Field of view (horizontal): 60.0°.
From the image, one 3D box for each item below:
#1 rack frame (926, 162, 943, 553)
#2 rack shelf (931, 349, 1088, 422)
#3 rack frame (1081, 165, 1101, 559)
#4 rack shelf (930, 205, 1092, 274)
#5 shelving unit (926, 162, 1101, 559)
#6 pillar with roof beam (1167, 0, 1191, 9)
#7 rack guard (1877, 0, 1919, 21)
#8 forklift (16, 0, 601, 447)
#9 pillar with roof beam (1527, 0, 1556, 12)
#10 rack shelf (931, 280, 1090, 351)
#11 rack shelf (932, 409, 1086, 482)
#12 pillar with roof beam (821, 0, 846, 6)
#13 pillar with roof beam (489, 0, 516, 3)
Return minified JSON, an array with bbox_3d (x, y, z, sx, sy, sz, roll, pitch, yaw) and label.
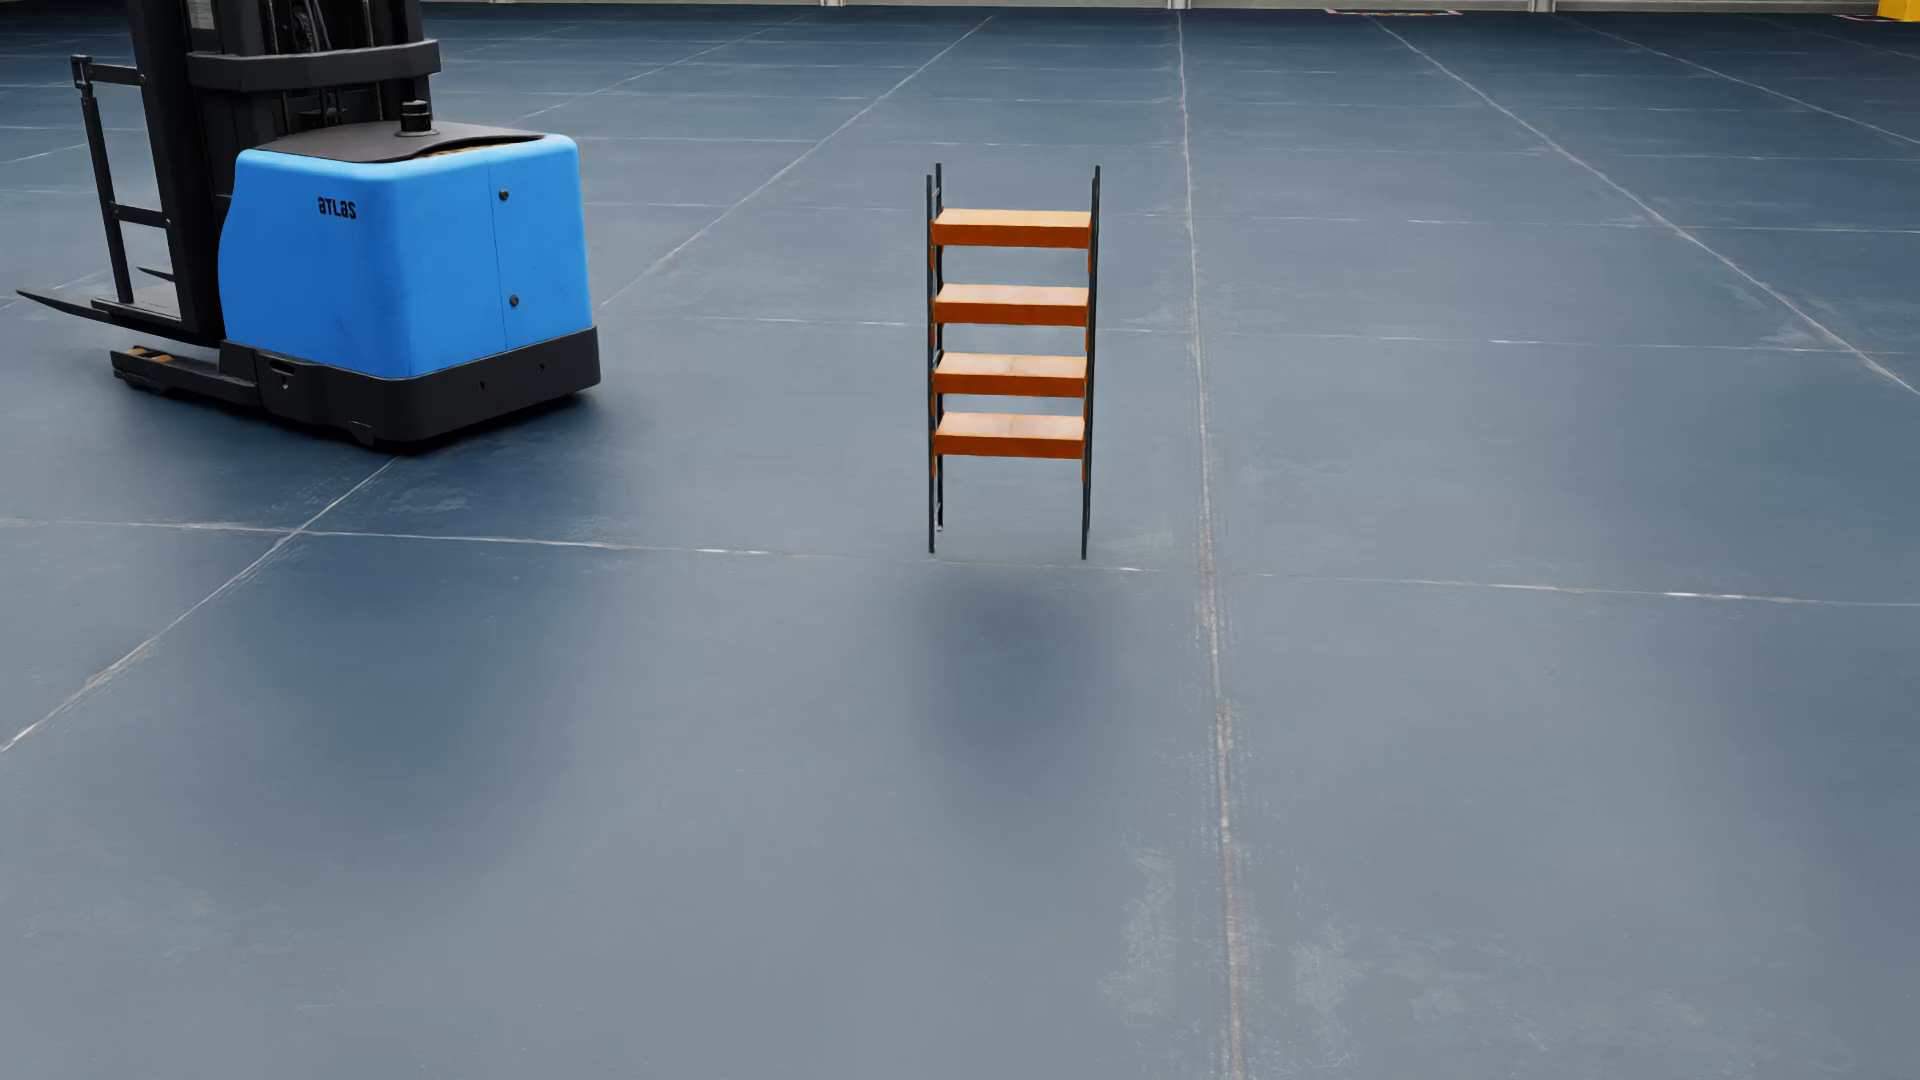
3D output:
[{"bbox_3d":[-0.078,-0.561,5.228,0.015,1.200,0.240,2,22,6],"label":"rack frame"},{"bbox_3d":[0.164,-0.488,5.226,0.480,0.148,0.258,2,22,6],"label":"rack shelf"},{"bbox_3d":[0.407,-0.540,5.174,0.015,1.200,0.240,2,22,6],"label":"rack frame"},{"bbox_3d":[0.164,-0.916,5.057,0.480,0.148,0.258,2,22,6],"label":"rack shelf"},{"bbox_3d":[0.164,-0.551,5.201,0.503,1.200,0.258,2,22,6],"label":"shelving unit"},{"bbox_3d":[3.239,-11.706,22.810,0.400,9.000,9.100,2,22,6],"label":"pillar with roof beam"},{"bbox_3d":[14.941,-8.517,26.304,0.348,0.500,1.175,2,22,6],"label":"rack guard"},{"bbox_3d":[-2.996,-2.117,6.808,3.031,2.935,1.130,14,26,32],"label":"forklift"},{"bbox_3d":[9.197,-11.446,22.153,0.400,9.000,9.100,2,22,6],"label":"pillar with roof beam"},{"bbox_3d":[0.164,-0.696,5.144,0.480,0.148,0.258,2,22,6],"label":"rack shelf"},{"bbox_3d":[0.164,-0.304,5.299,0.480,0.148,0.258,2,22,6],"label":"rack shelf"},{"bbox_3d":[-2.719,-11.966,23.466,0.400,9.000,9.100,2,22,6],"label":"pillar with roof beam"},{"bbox_3d":[-8.678,-12.225,24.123,0.400,9.000,9.100,2,22,6],"label":"pillar with roof beam"}]
